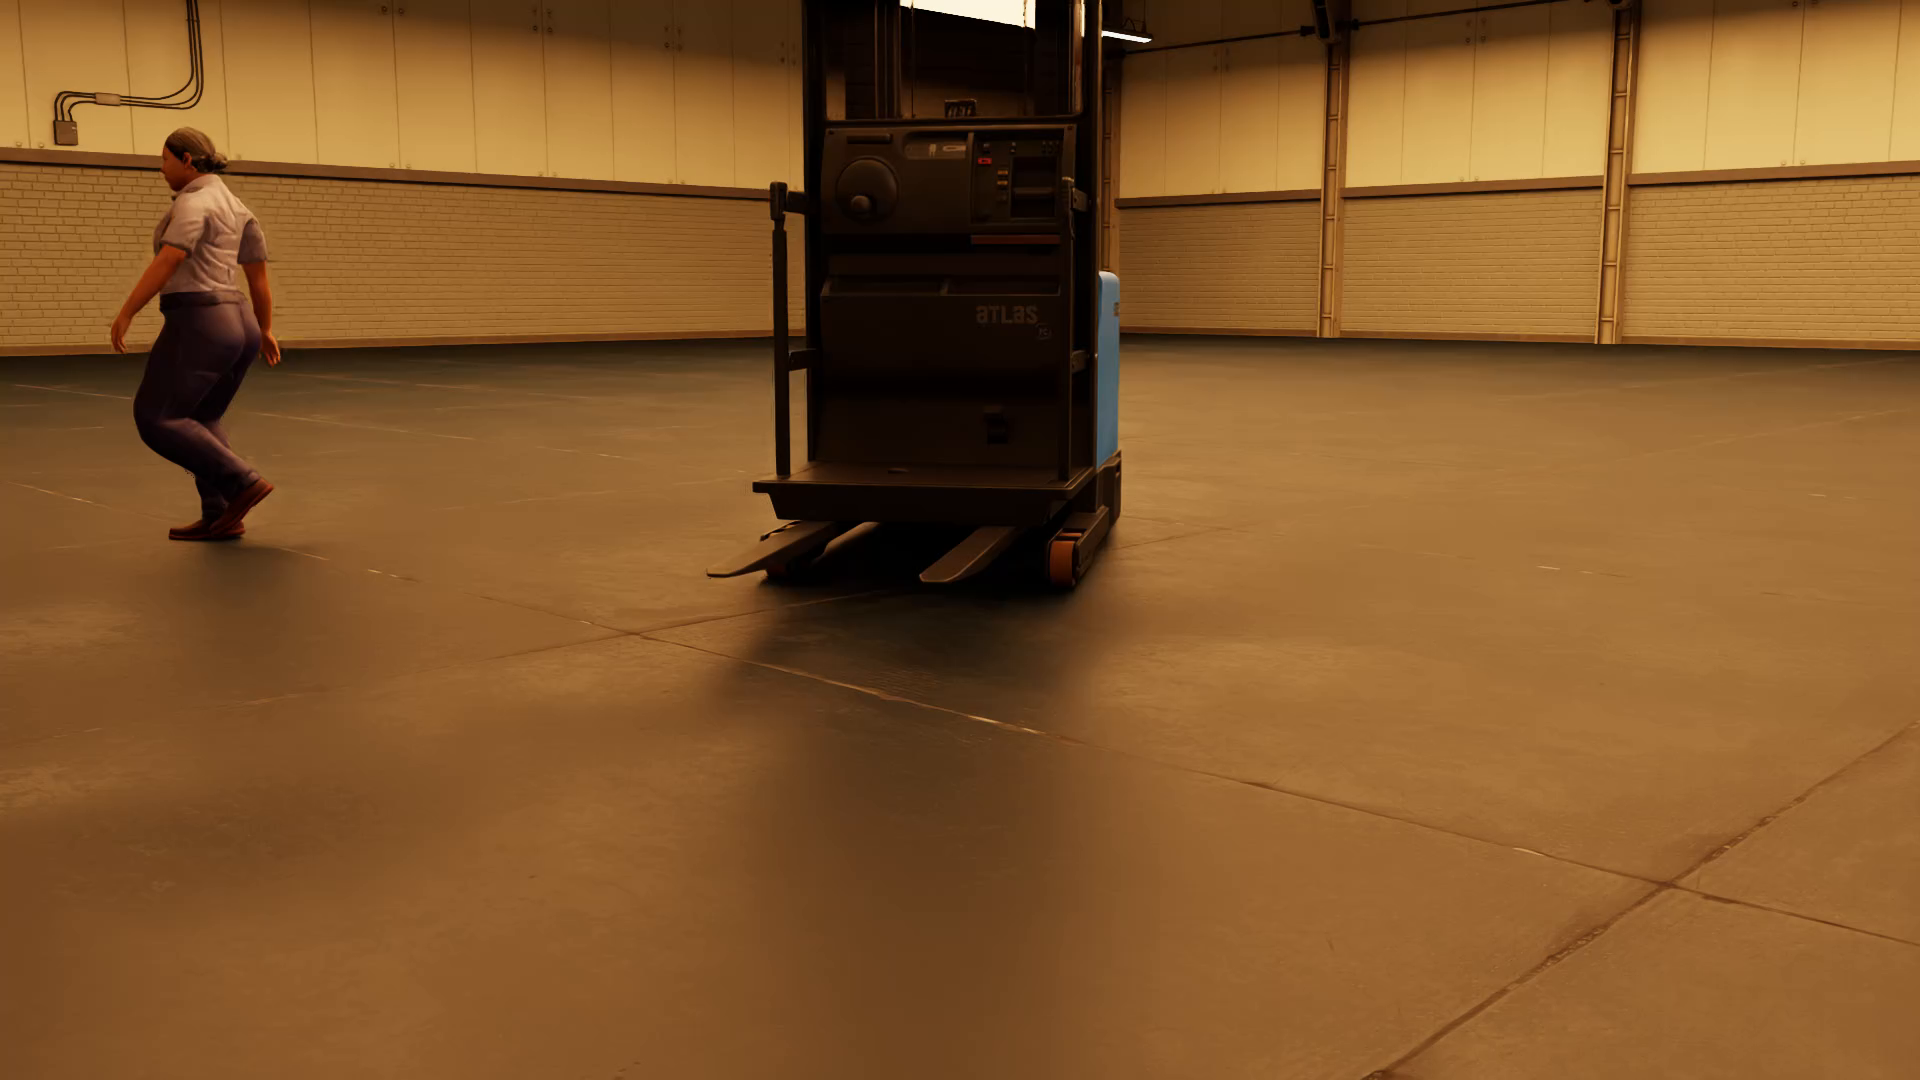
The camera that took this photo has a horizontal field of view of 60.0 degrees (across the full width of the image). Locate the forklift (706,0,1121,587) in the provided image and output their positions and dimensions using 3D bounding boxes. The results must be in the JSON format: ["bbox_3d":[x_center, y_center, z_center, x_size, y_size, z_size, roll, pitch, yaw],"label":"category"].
[{"bbox_3d":[-0.082,-1.345,5.809,1.130,2.935,3.031,2,9,11],"label":"forklift"}]

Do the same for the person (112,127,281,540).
[{"bbox_3d":[-2.964,-0.793,6.583,0.511,1.618,0.689,0,9,-3],"label":"person"}]
